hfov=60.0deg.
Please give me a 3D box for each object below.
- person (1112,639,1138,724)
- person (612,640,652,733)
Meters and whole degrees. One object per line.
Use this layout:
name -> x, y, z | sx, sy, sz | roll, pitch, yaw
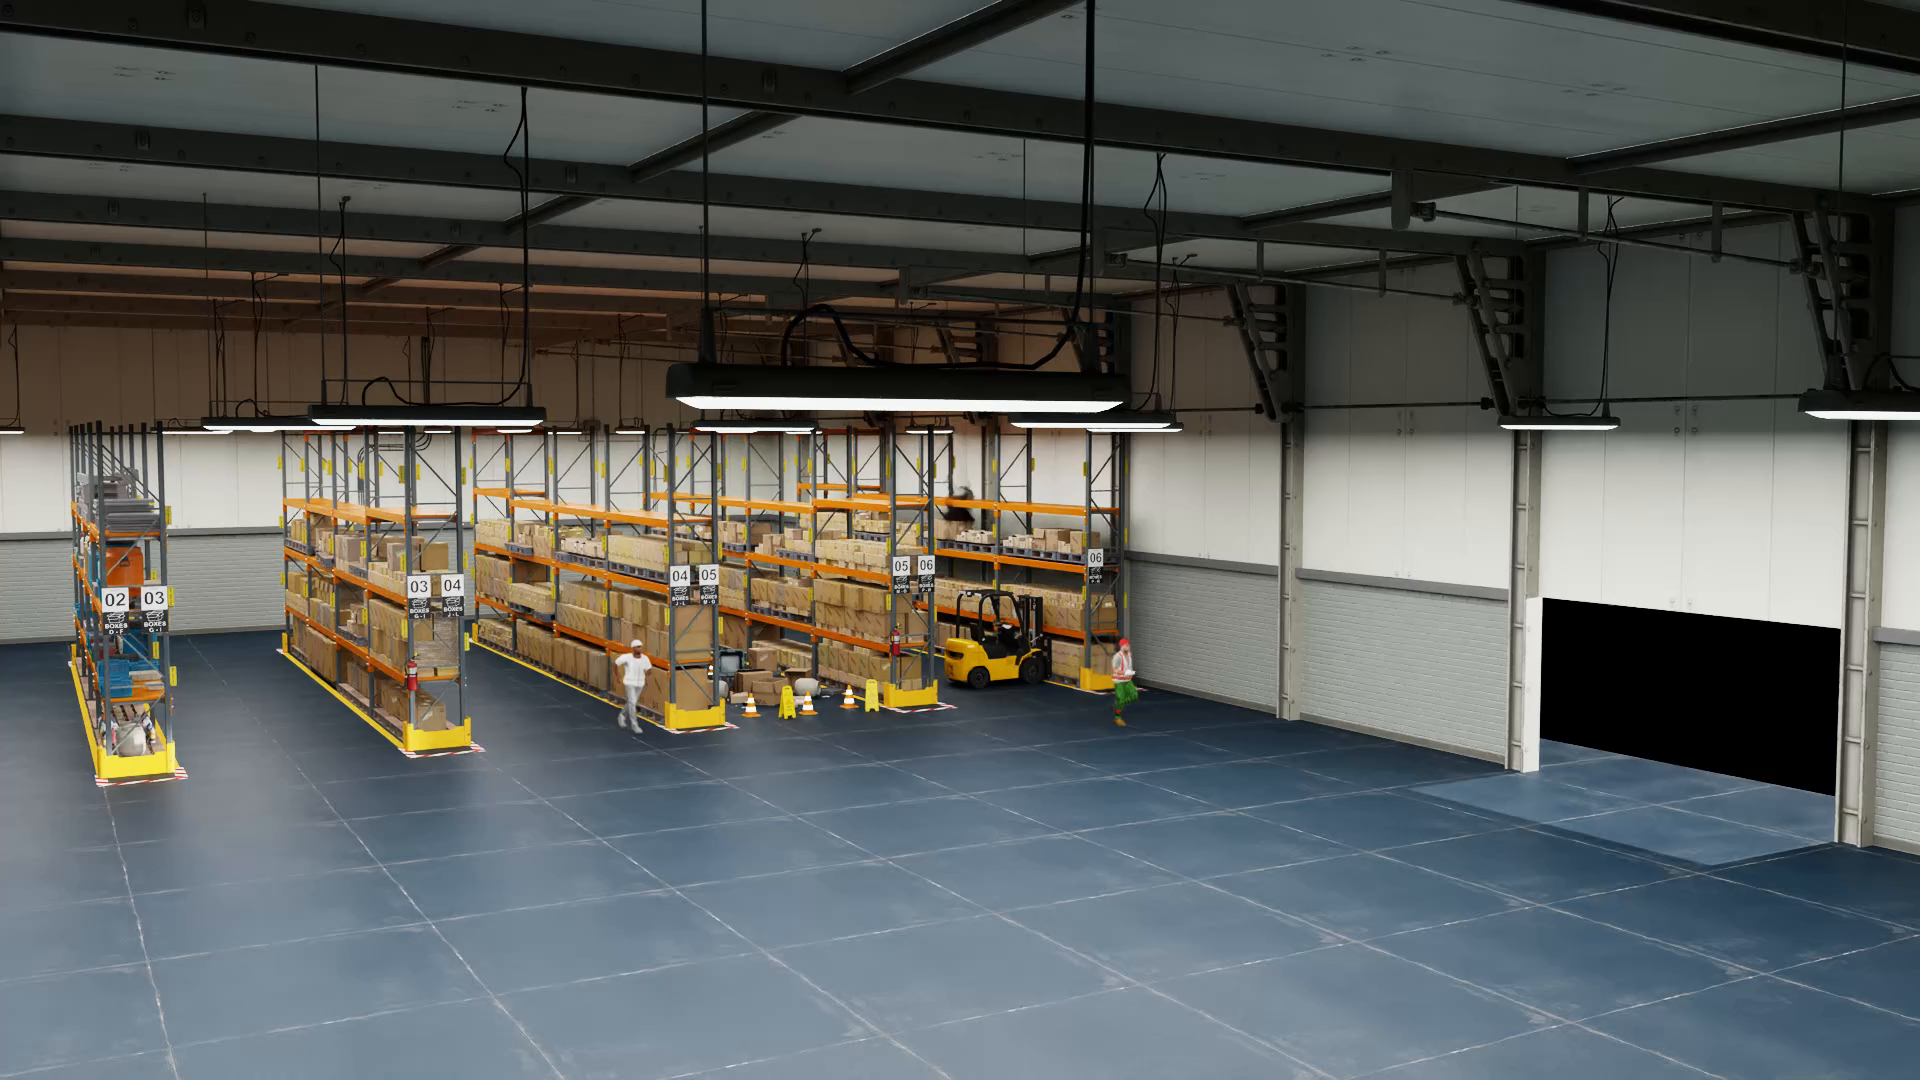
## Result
person -> 3.300, 2.814, 33.032 | 0.709, 1.728, 0.651 | -3, 5, -44
person -> -6.305, 2.807, 32.289 | 0.720, 1.739, 1.033 | -3, 5, -44
